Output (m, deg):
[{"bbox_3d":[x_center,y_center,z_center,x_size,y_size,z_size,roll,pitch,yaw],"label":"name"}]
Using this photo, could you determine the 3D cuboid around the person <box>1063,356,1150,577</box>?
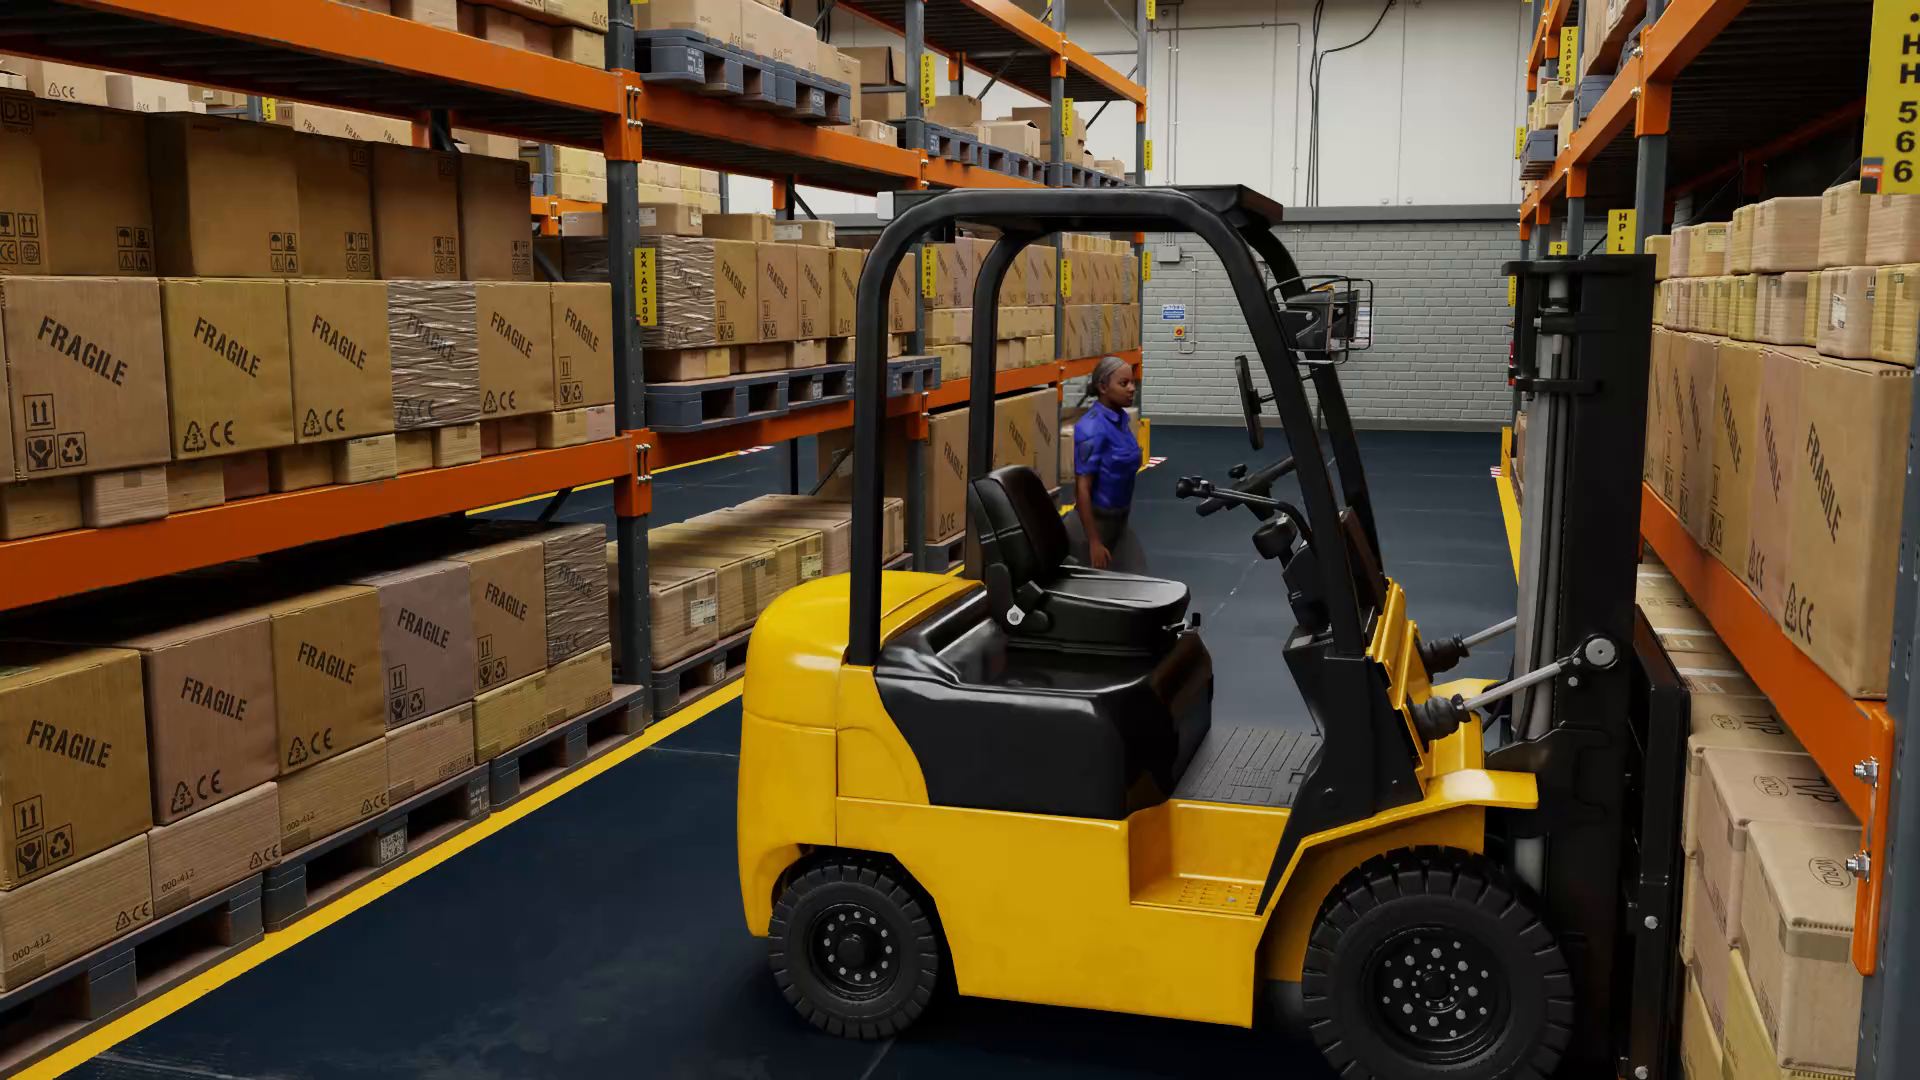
[{"bbox_3d":[0.598,-0.033,7.591,0.986,1.607,0.464,6,10,33],"label":"person"}]
